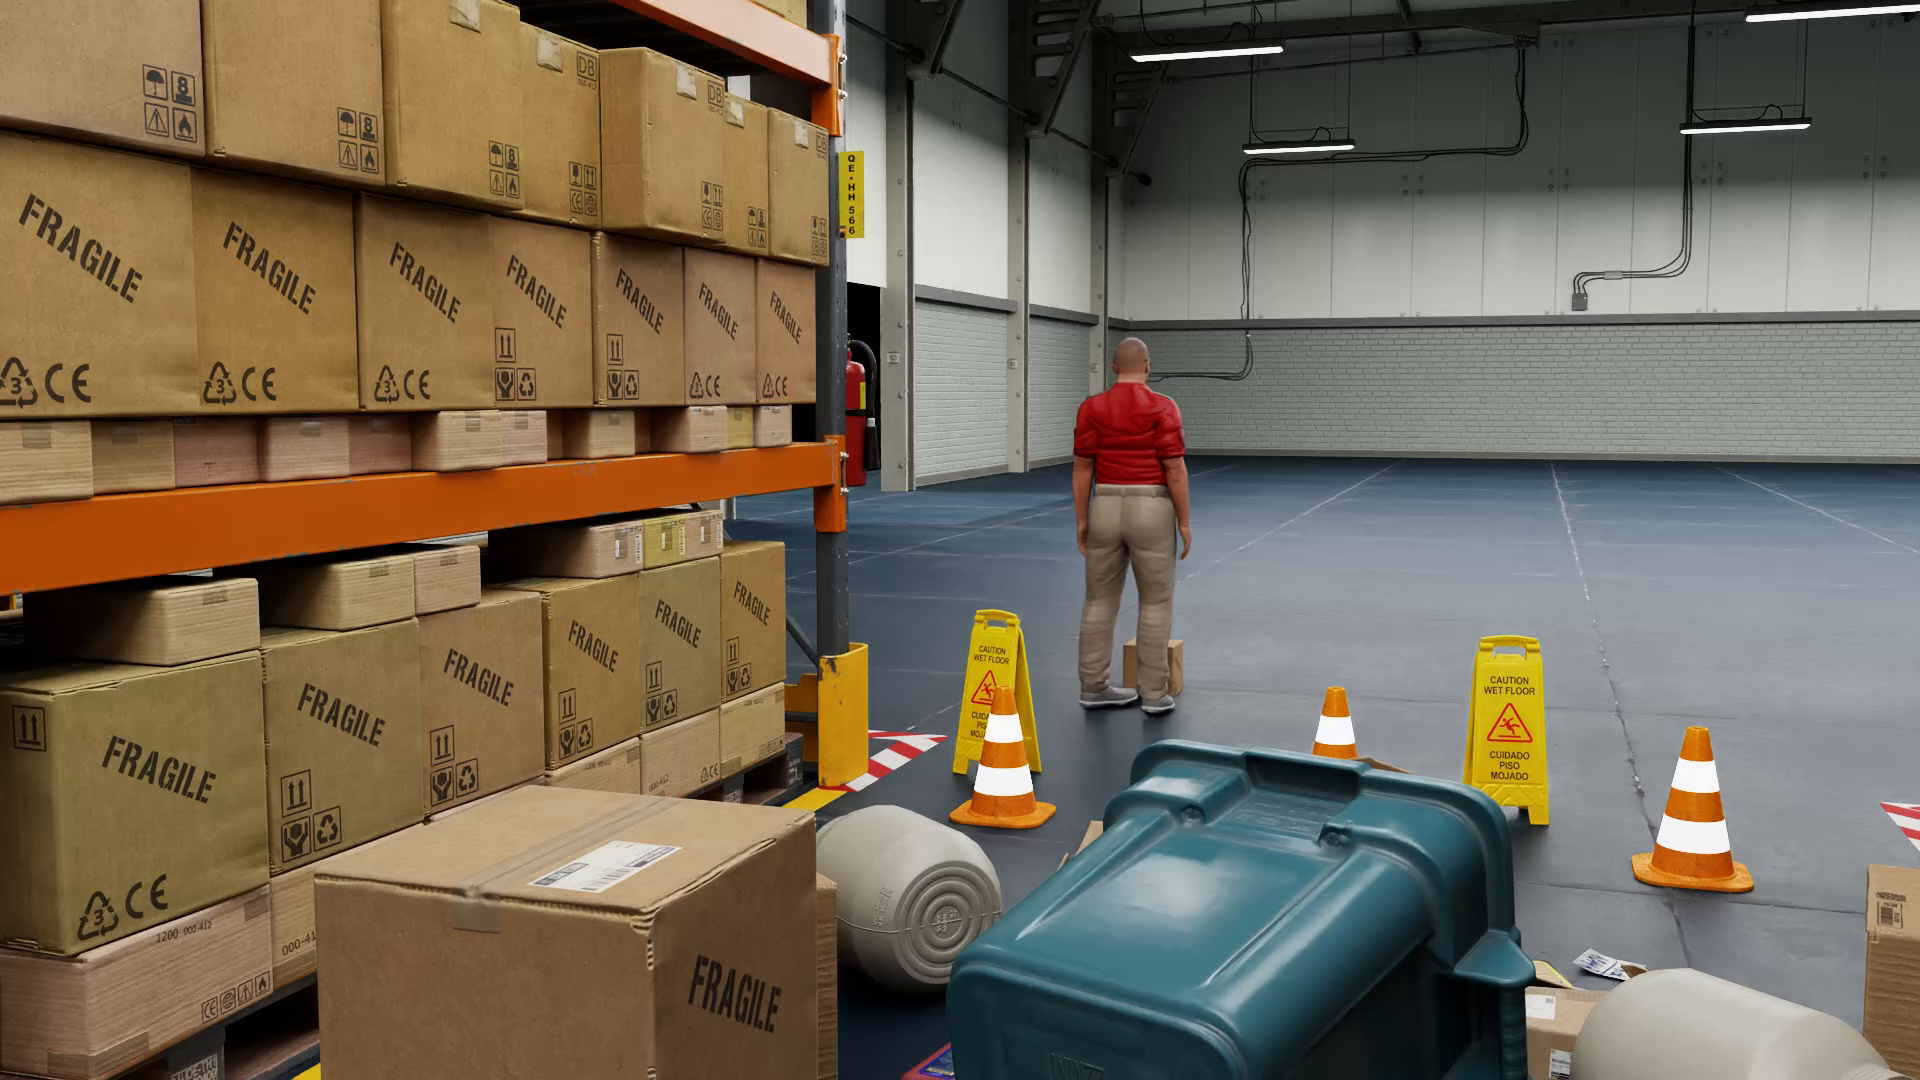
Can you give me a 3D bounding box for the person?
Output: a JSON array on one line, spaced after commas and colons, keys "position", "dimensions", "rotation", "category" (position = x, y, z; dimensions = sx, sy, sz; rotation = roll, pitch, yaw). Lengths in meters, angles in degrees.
[{"position": [0.805, -0.068, 7.740], "dimensions": [0.547, 1.734, 0.376], "rotation": [2, 6, 25], "category": "person"}]
